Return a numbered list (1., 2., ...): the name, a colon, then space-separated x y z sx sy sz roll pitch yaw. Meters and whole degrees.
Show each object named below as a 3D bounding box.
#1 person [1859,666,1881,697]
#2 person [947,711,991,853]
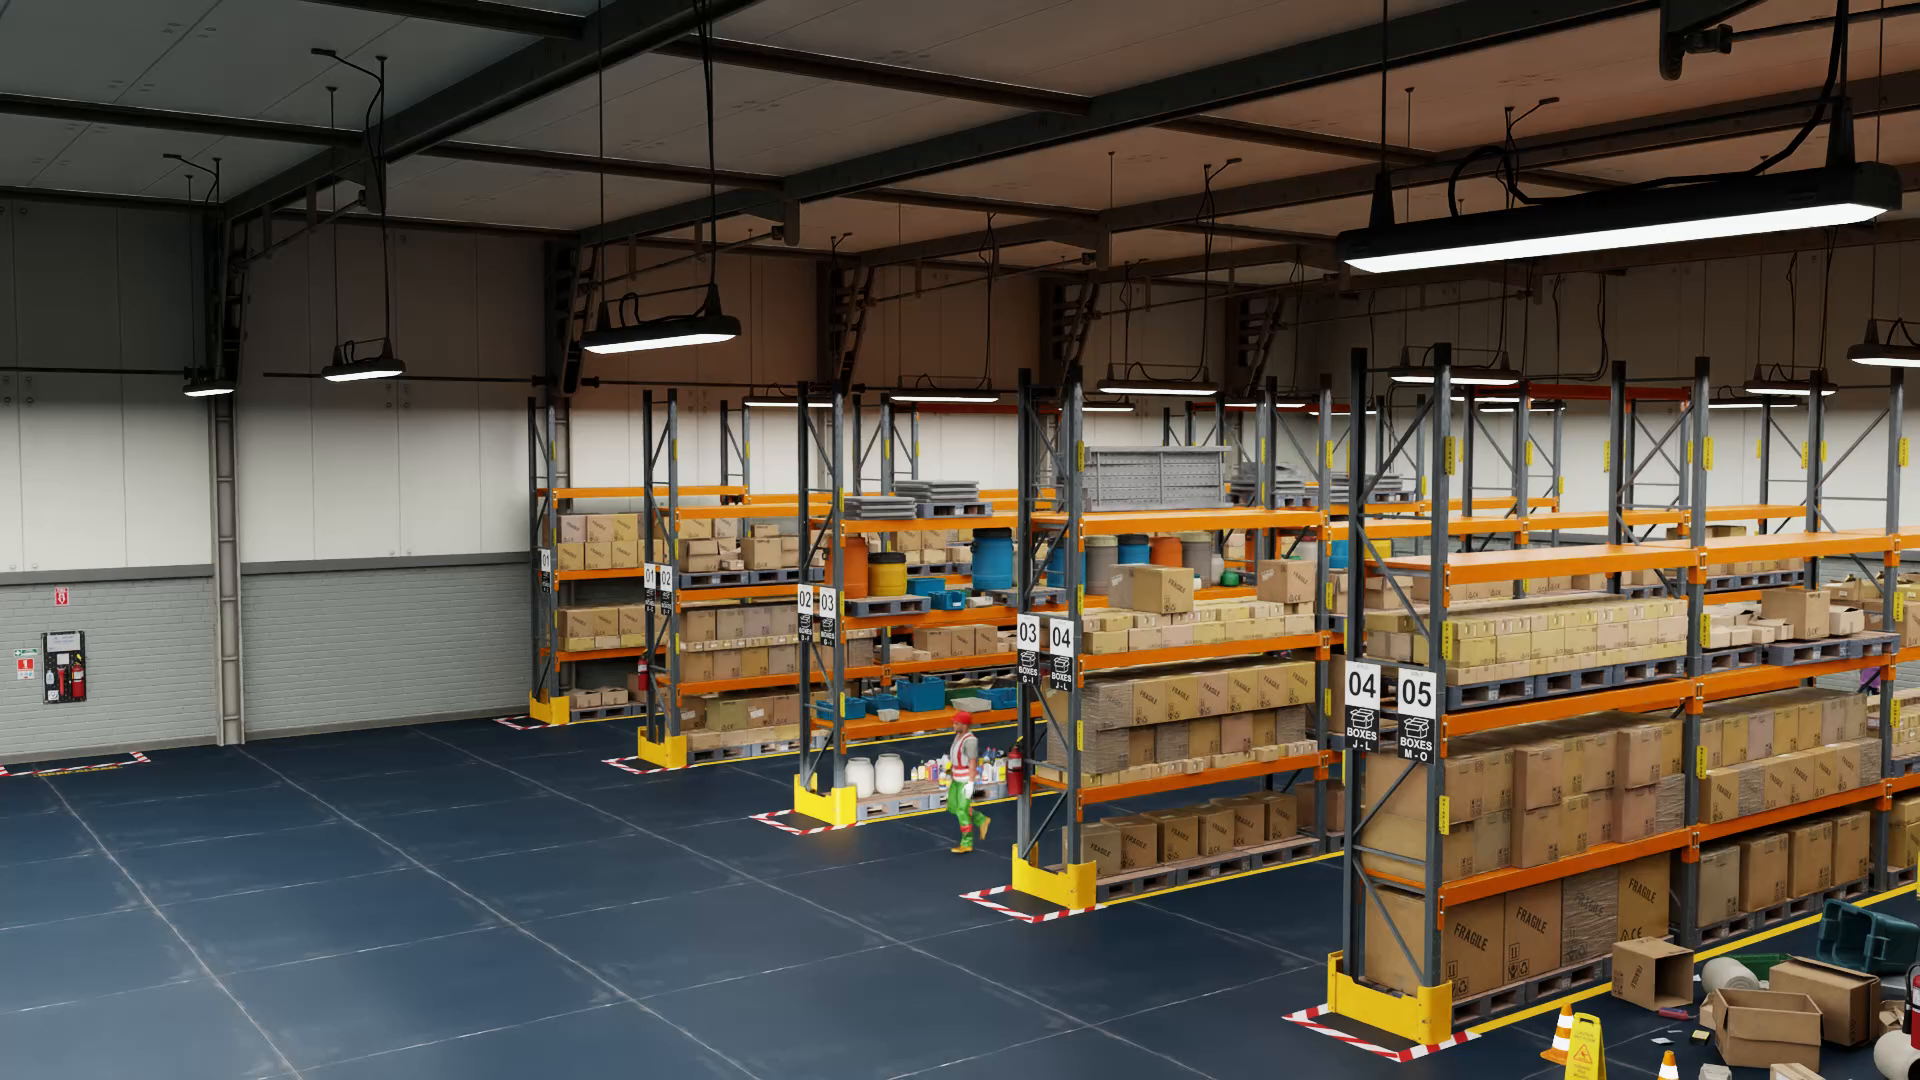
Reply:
1. person: 16.317 2.606 29.797 0.433 1.543 0.921 3 4 37
2. person: 0.138 3.031 20.993 0.587 1.773 0.627 -1 4 -17
